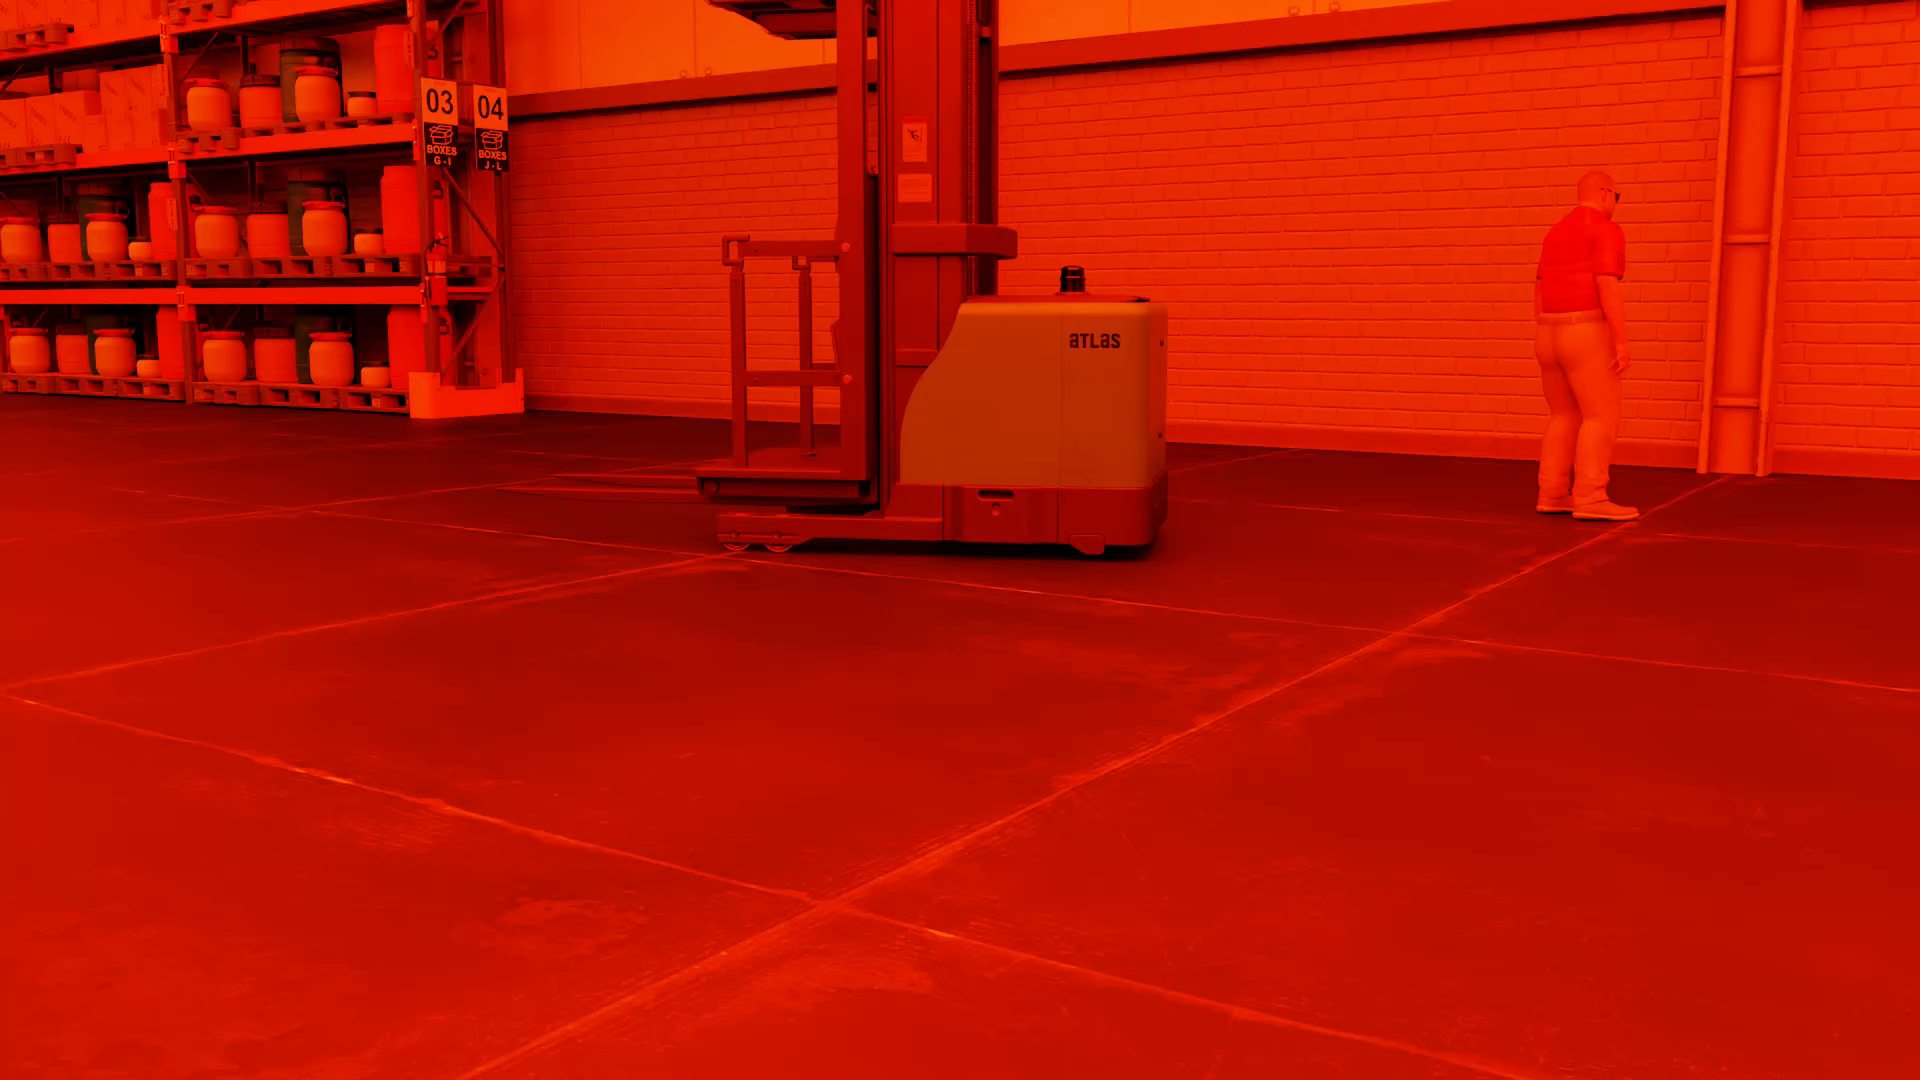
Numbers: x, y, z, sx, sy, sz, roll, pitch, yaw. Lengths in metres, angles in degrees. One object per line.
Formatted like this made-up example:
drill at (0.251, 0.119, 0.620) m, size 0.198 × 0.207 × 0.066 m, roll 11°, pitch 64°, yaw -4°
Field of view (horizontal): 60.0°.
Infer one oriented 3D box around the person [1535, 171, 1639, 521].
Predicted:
person at (3.140, -0.984, 8.383) m, size 0.397 × 1.727 × 0.607 m, roll -3°, pitch 8°, yaw -18°

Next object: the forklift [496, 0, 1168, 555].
forklift at (-0.596, -1.469, 7.520) m, size 3.031 × 2.935 × 1.130 m, roll 2°, pitch 8°, yaw 12°
